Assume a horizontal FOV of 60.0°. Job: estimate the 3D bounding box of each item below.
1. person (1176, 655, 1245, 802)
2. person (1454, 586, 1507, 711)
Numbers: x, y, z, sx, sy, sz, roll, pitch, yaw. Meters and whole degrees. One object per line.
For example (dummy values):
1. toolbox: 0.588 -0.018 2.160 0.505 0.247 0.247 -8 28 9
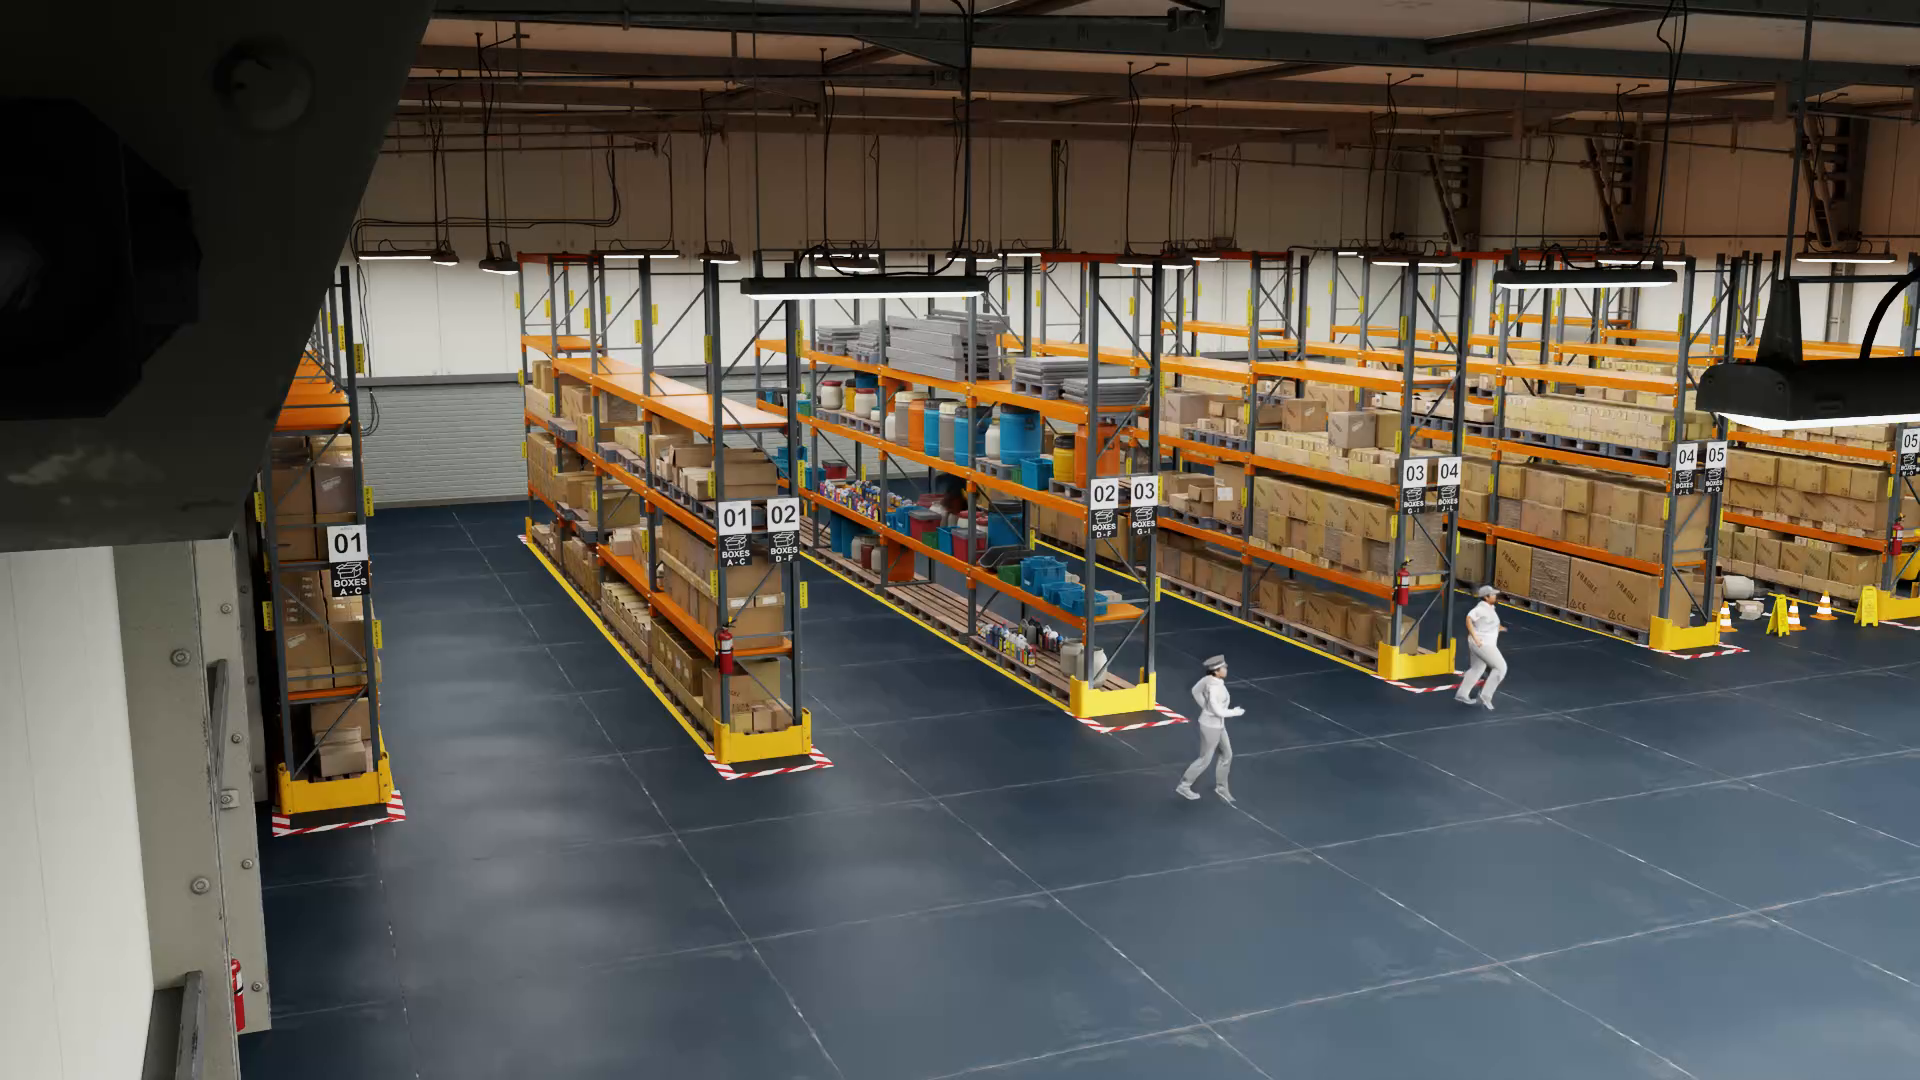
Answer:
1. person: 2.817 2.143 18.714 0.745 1.767 0.627 1 10 6
2. person: 7.092 1.449 22.594 0.648 1.687 0.606 2 11 12
